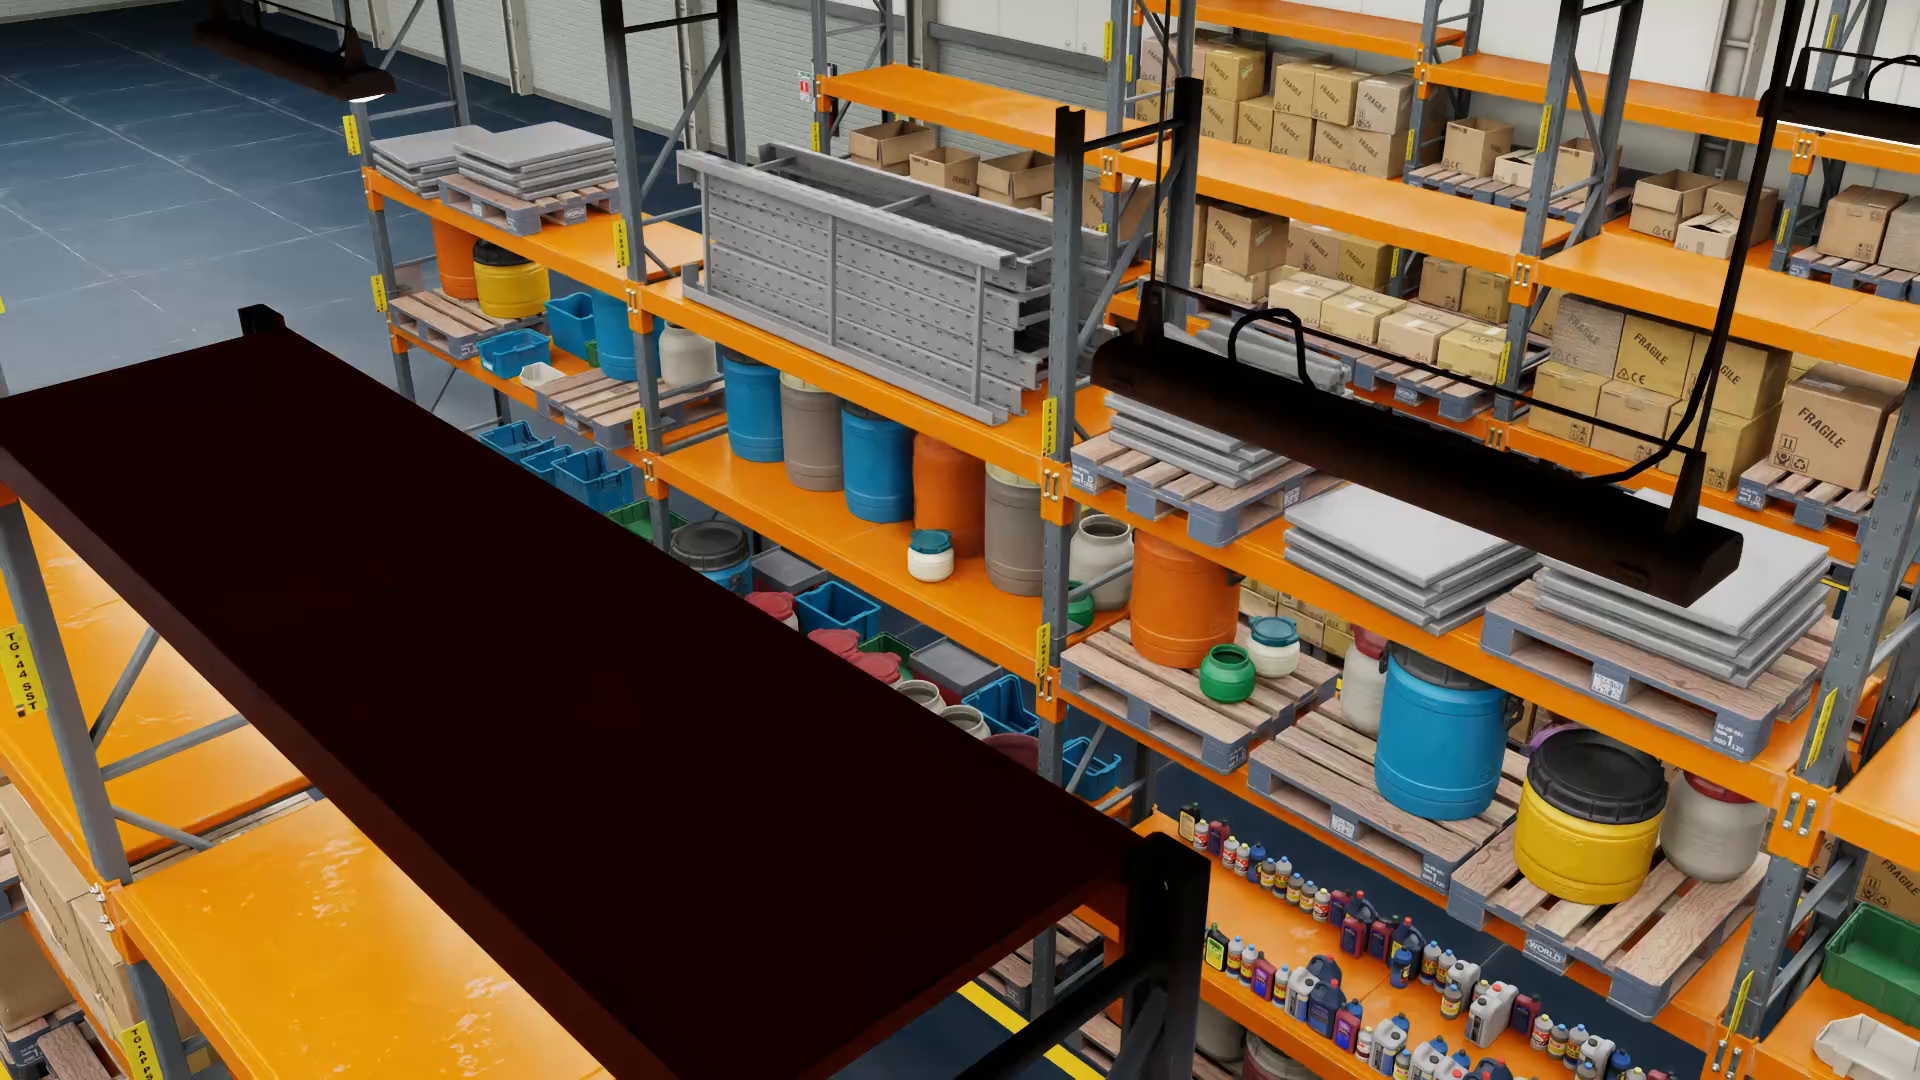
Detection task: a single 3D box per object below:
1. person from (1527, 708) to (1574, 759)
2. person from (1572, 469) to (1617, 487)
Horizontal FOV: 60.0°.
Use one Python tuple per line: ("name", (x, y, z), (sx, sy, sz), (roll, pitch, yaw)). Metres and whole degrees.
("person", (4.210, 1.731, 11.939), (0.425, 1.502, 0.995), (-25, 37, -38))
("person", (6.293, -0.704, 16.395), (0.468, 1.658, 0.517), (-14, 31, -24))
